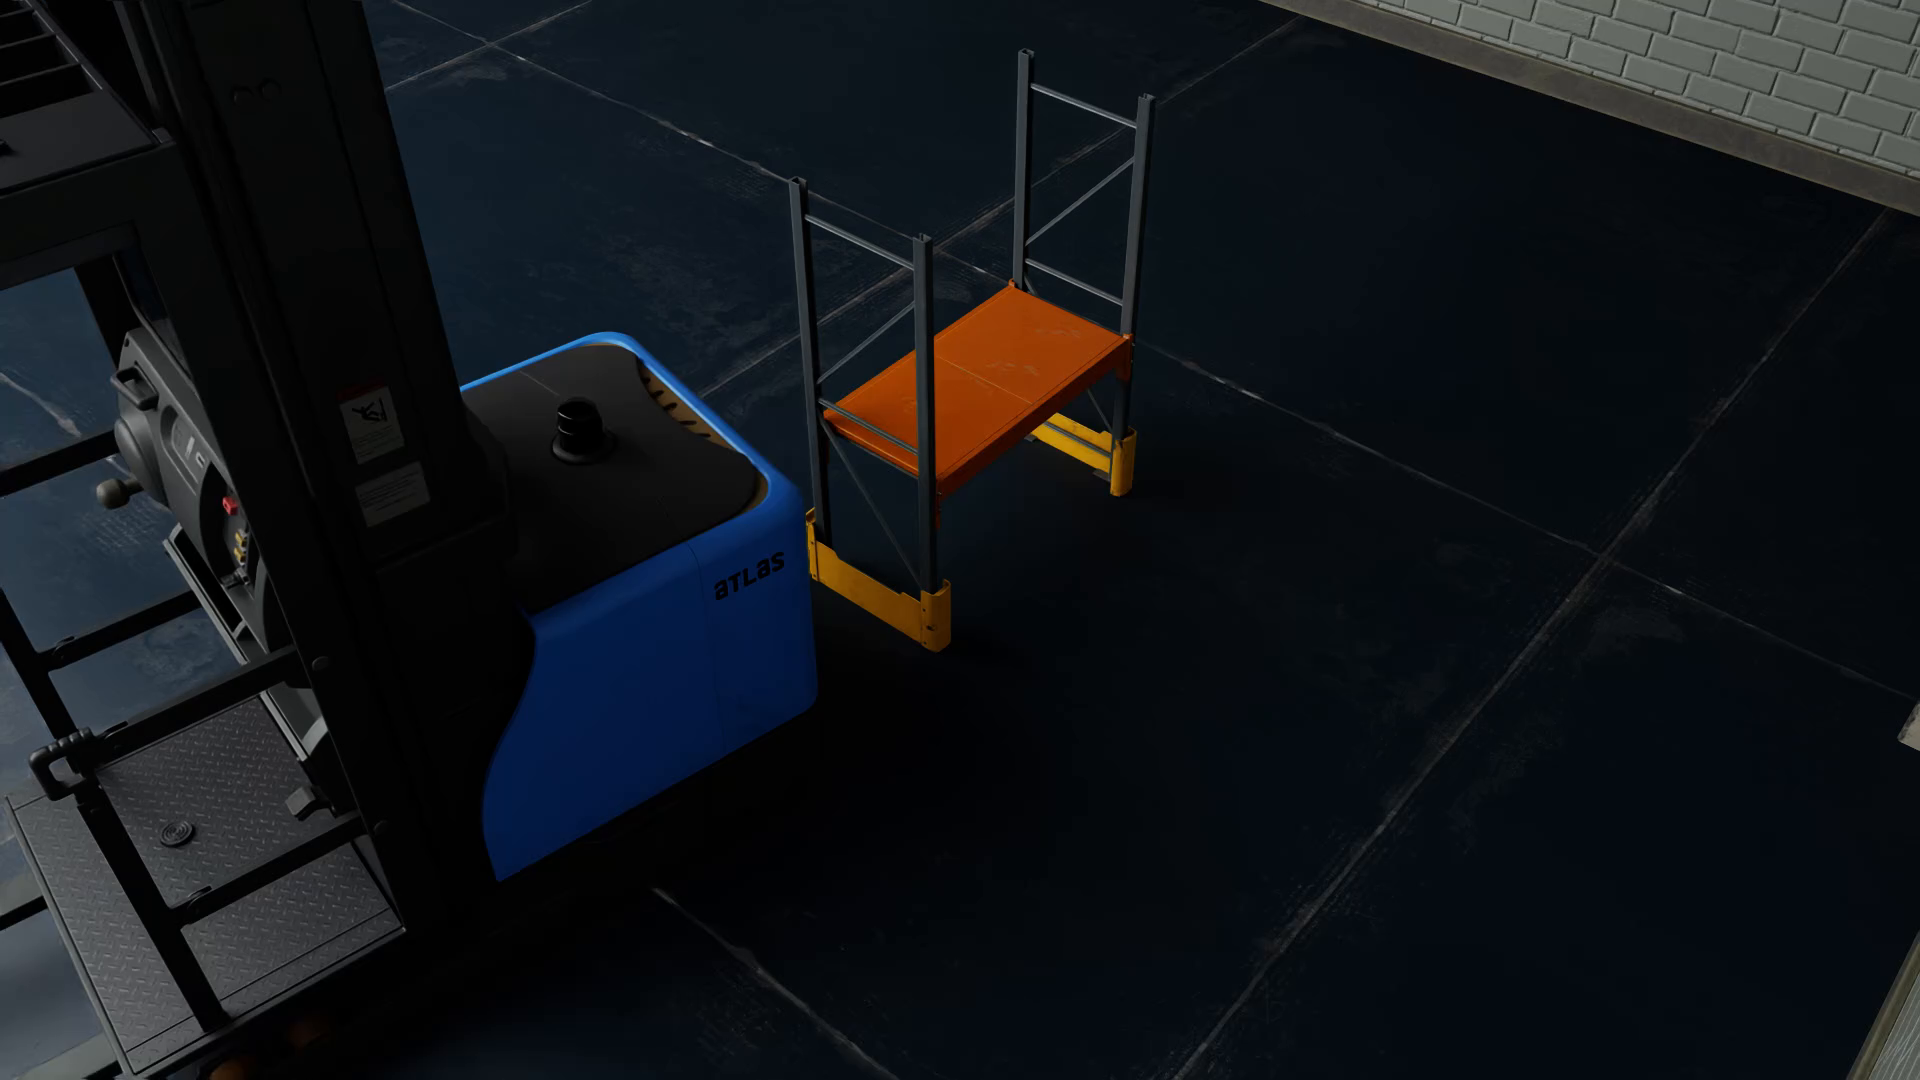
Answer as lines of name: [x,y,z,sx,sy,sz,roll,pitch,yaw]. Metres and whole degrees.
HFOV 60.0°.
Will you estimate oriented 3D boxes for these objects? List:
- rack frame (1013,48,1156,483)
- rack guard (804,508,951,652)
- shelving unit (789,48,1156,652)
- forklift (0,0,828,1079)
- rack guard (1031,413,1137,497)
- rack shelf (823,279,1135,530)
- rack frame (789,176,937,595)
rack frame: [0.382,-0.861,5.553,0.500,1.500,0.032,29,50,28]
rack guard: [-0.271,0.125,5.398,0.587,0.250,0.087,29,50,28]
shelving unit: [0.049,-0.594,5.260,0.587,1.500,1.083,29,50,28]
forklift: [-1.863,-0.052,3.599,3.031,2.935,1.130,-28,49,-27]
rack guard: [0.370,-0.388,5.962,0.587,0.250,0.087,29,50,28]
rack shelf: [0.055,-0.466,5.386,0.538,0.185,1.000,29,50,28]
rack frame: [-0.272,-0.337,4.977,0.500,1.500,0.032,29,50,28]
